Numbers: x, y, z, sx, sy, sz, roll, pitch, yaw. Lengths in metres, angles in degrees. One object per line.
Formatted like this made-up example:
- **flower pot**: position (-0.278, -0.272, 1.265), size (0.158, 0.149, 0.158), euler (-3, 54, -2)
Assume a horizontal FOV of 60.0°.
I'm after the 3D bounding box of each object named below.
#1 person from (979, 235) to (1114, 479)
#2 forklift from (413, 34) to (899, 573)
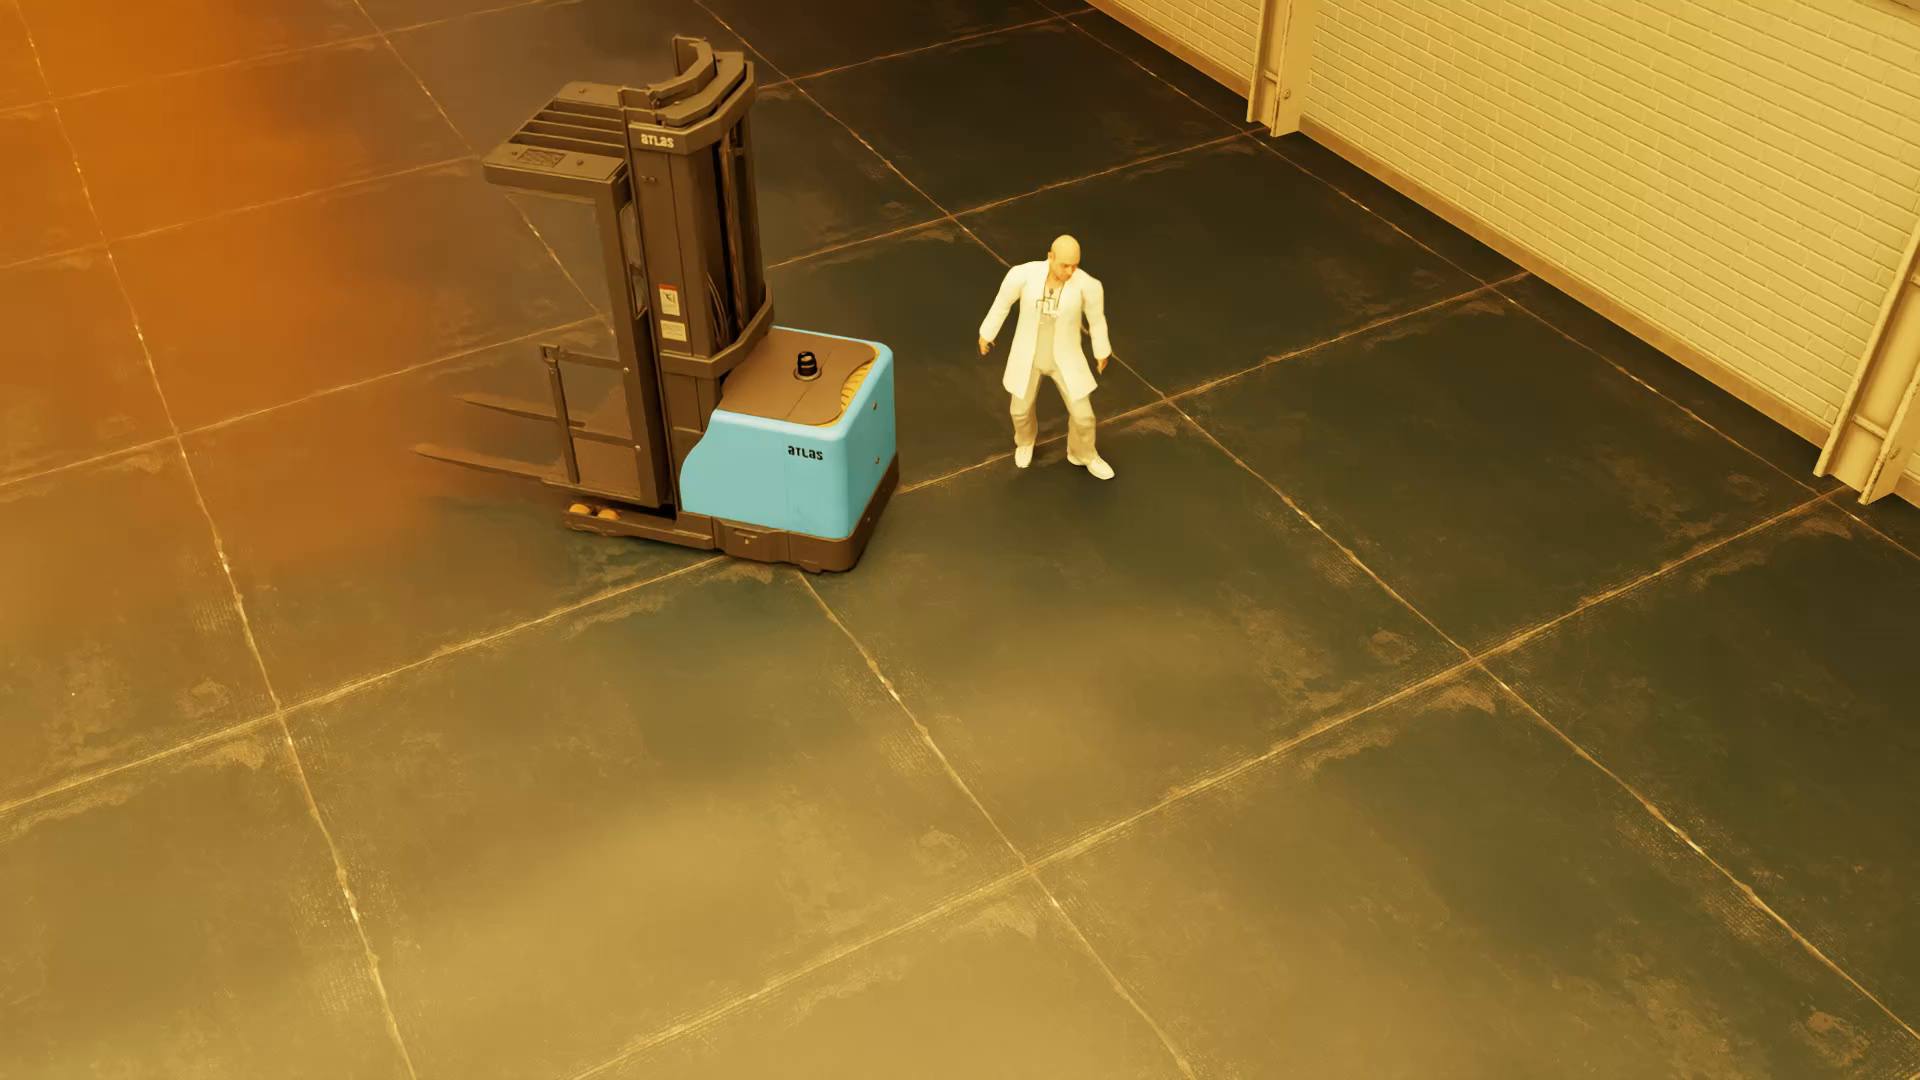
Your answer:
- **person**: position (0.566, -1.169, 10.422), size (0.930, 1.751, 0.509), euler (8, 40, 9)
- **forklift**: position (-1.968, -1.462, 9.799), size (3.031, 2.935, 1.130), euler (11, 41, 13)
